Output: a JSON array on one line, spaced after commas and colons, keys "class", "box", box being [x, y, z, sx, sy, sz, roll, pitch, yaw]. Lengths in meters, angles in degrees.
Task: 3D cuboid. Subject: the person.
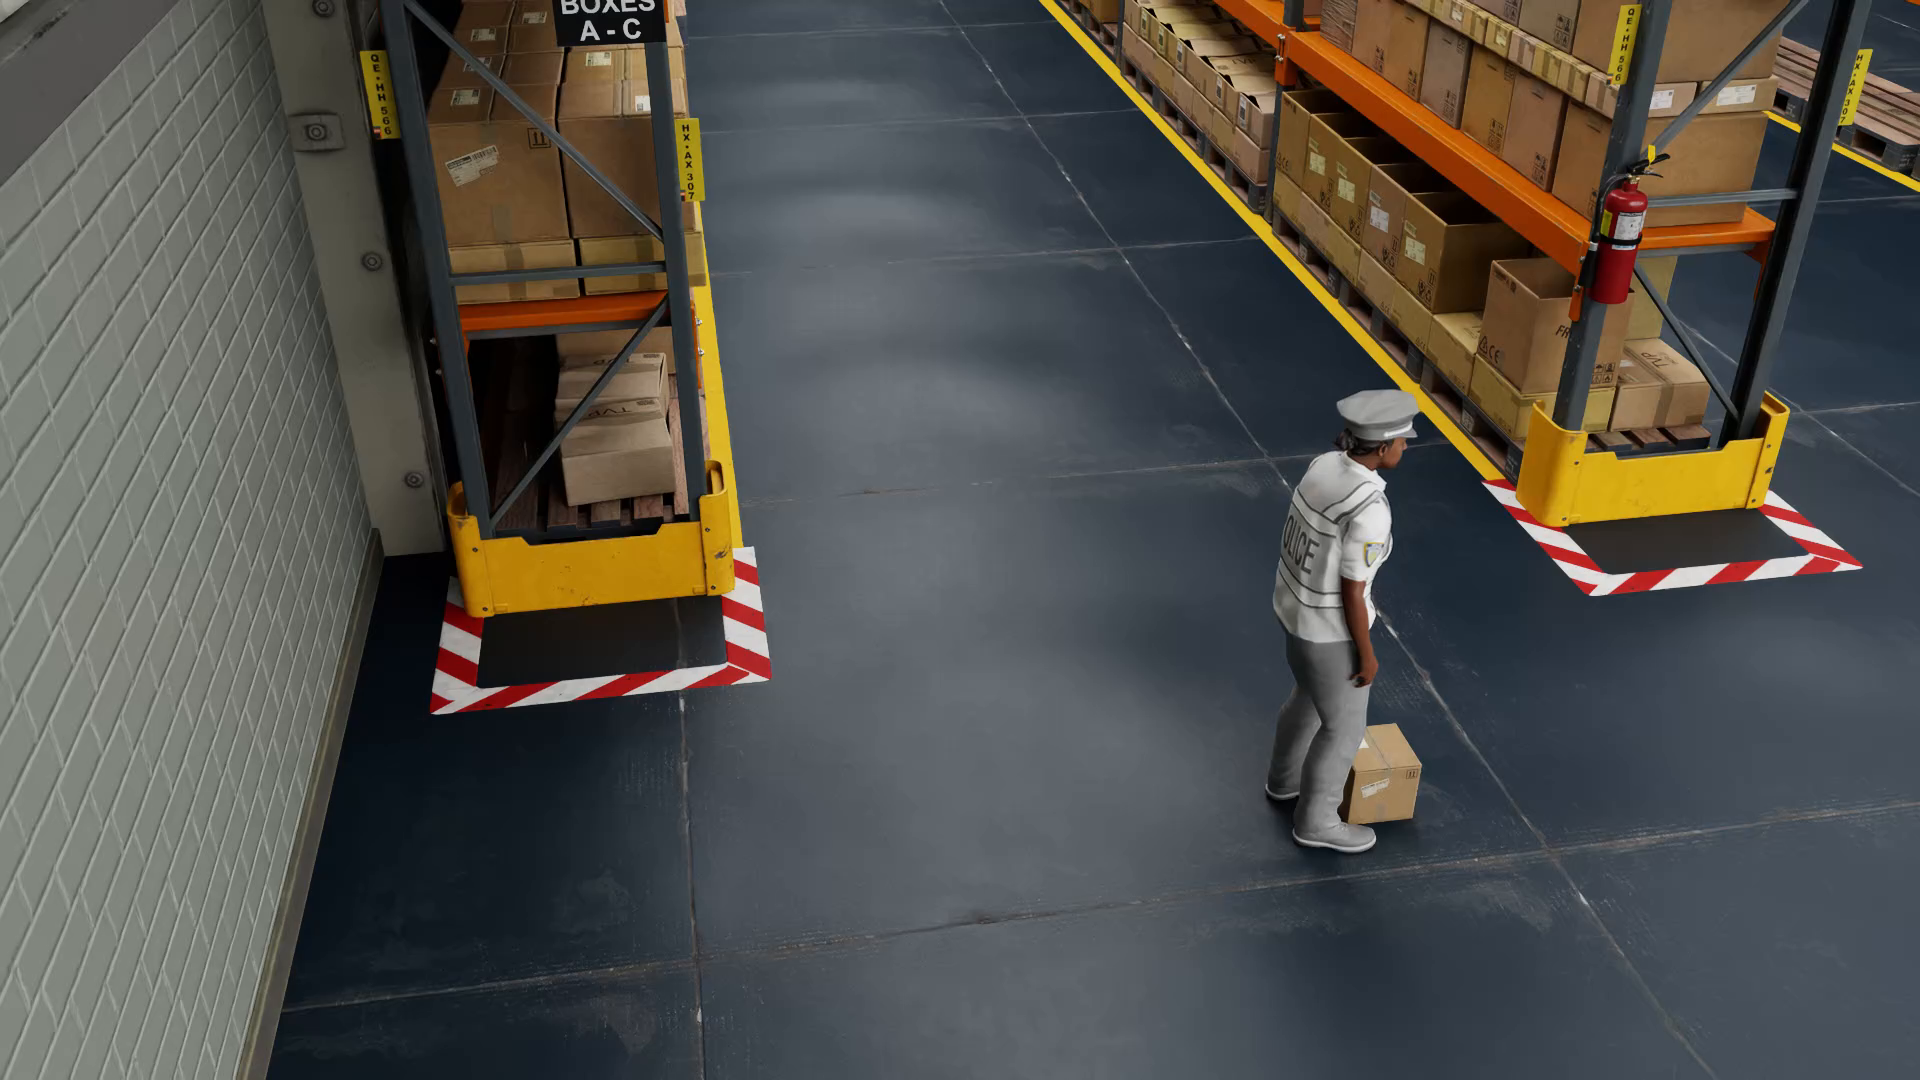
[{"class": "person", "box": [1.277, 0.279, 5.664, 0.392, 1.660, 0.506, -5, 31, -8]}]
